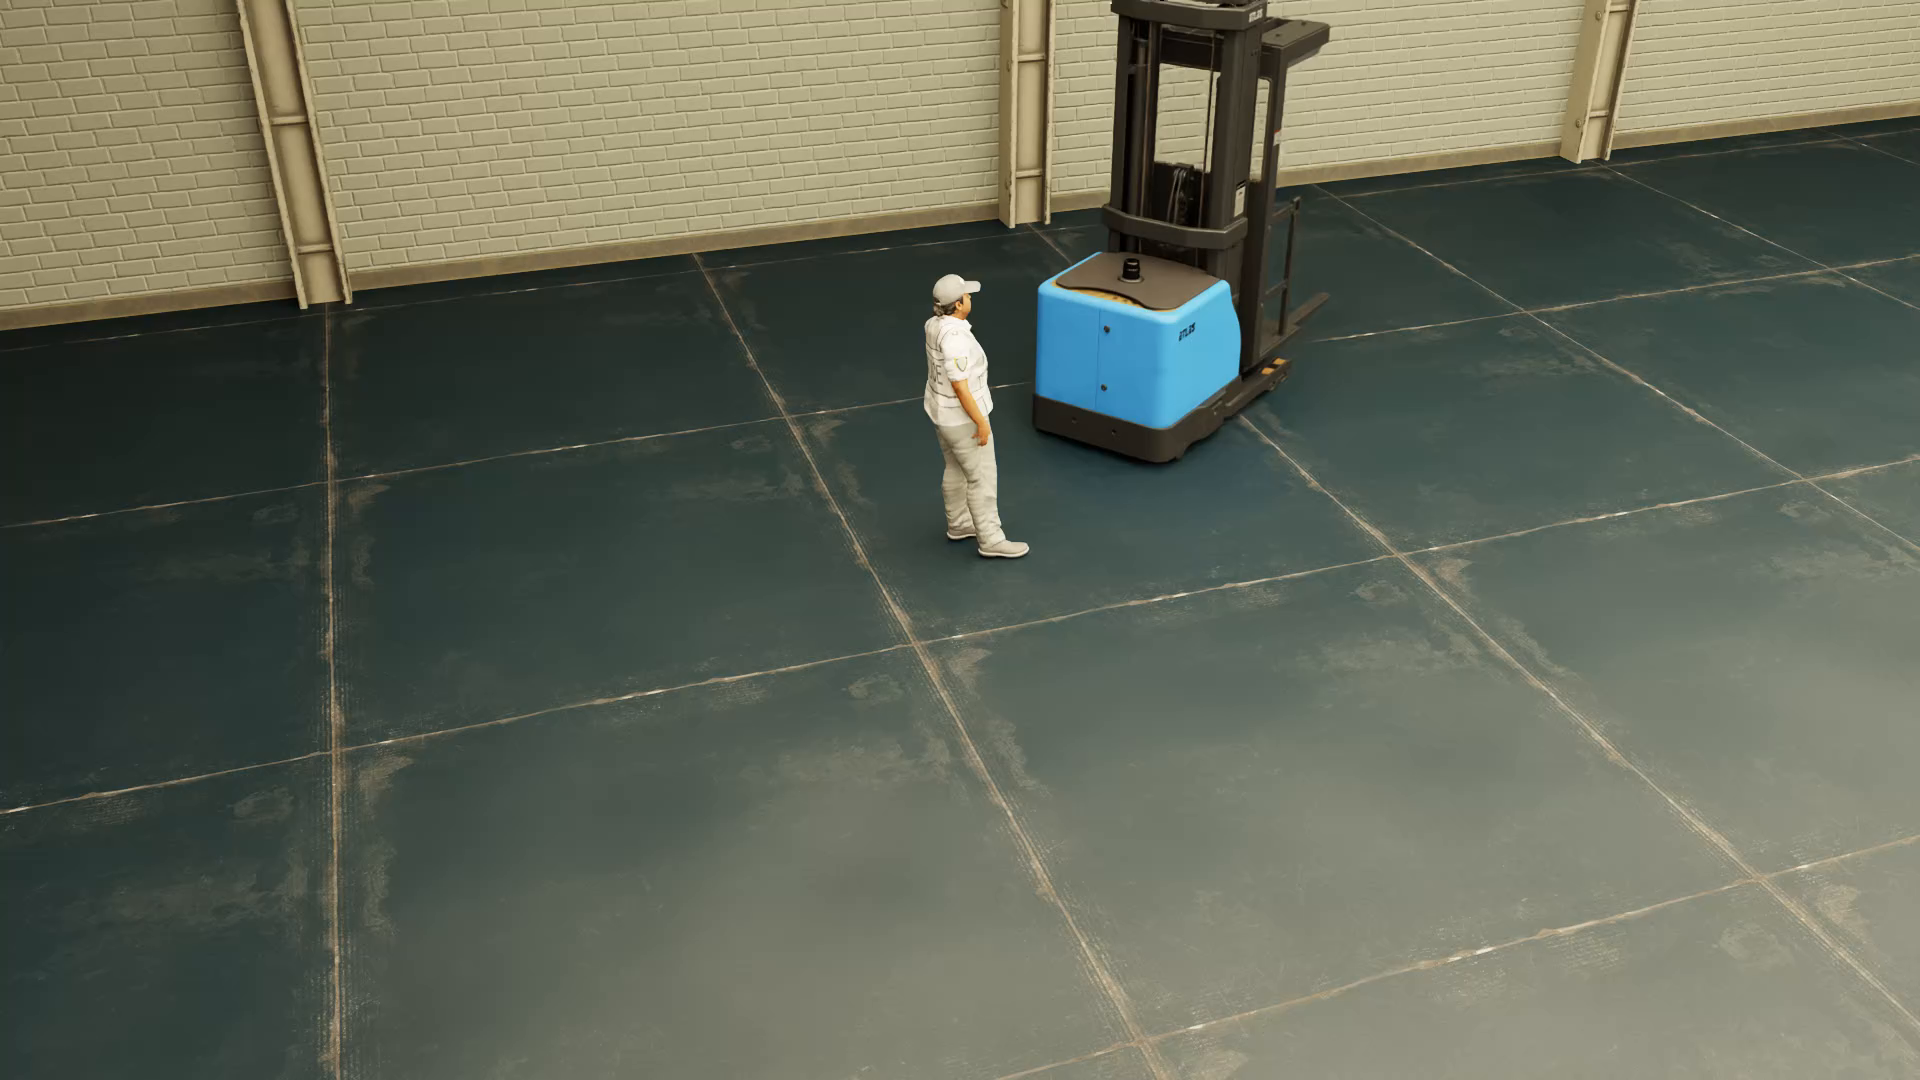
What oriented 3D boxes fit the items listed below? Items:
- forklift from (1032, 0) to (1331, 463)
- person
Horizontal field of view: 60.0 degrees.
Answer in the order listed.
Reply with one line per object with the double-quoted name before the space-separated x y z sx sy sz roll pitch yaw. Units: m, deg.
"forklift" 1.739 -2.456 11.356 1.130 2.935 3.031 19 35 30
"person" 0.080 -0.730 9.609 0.529 1.670 0.599 -10 31 -16
